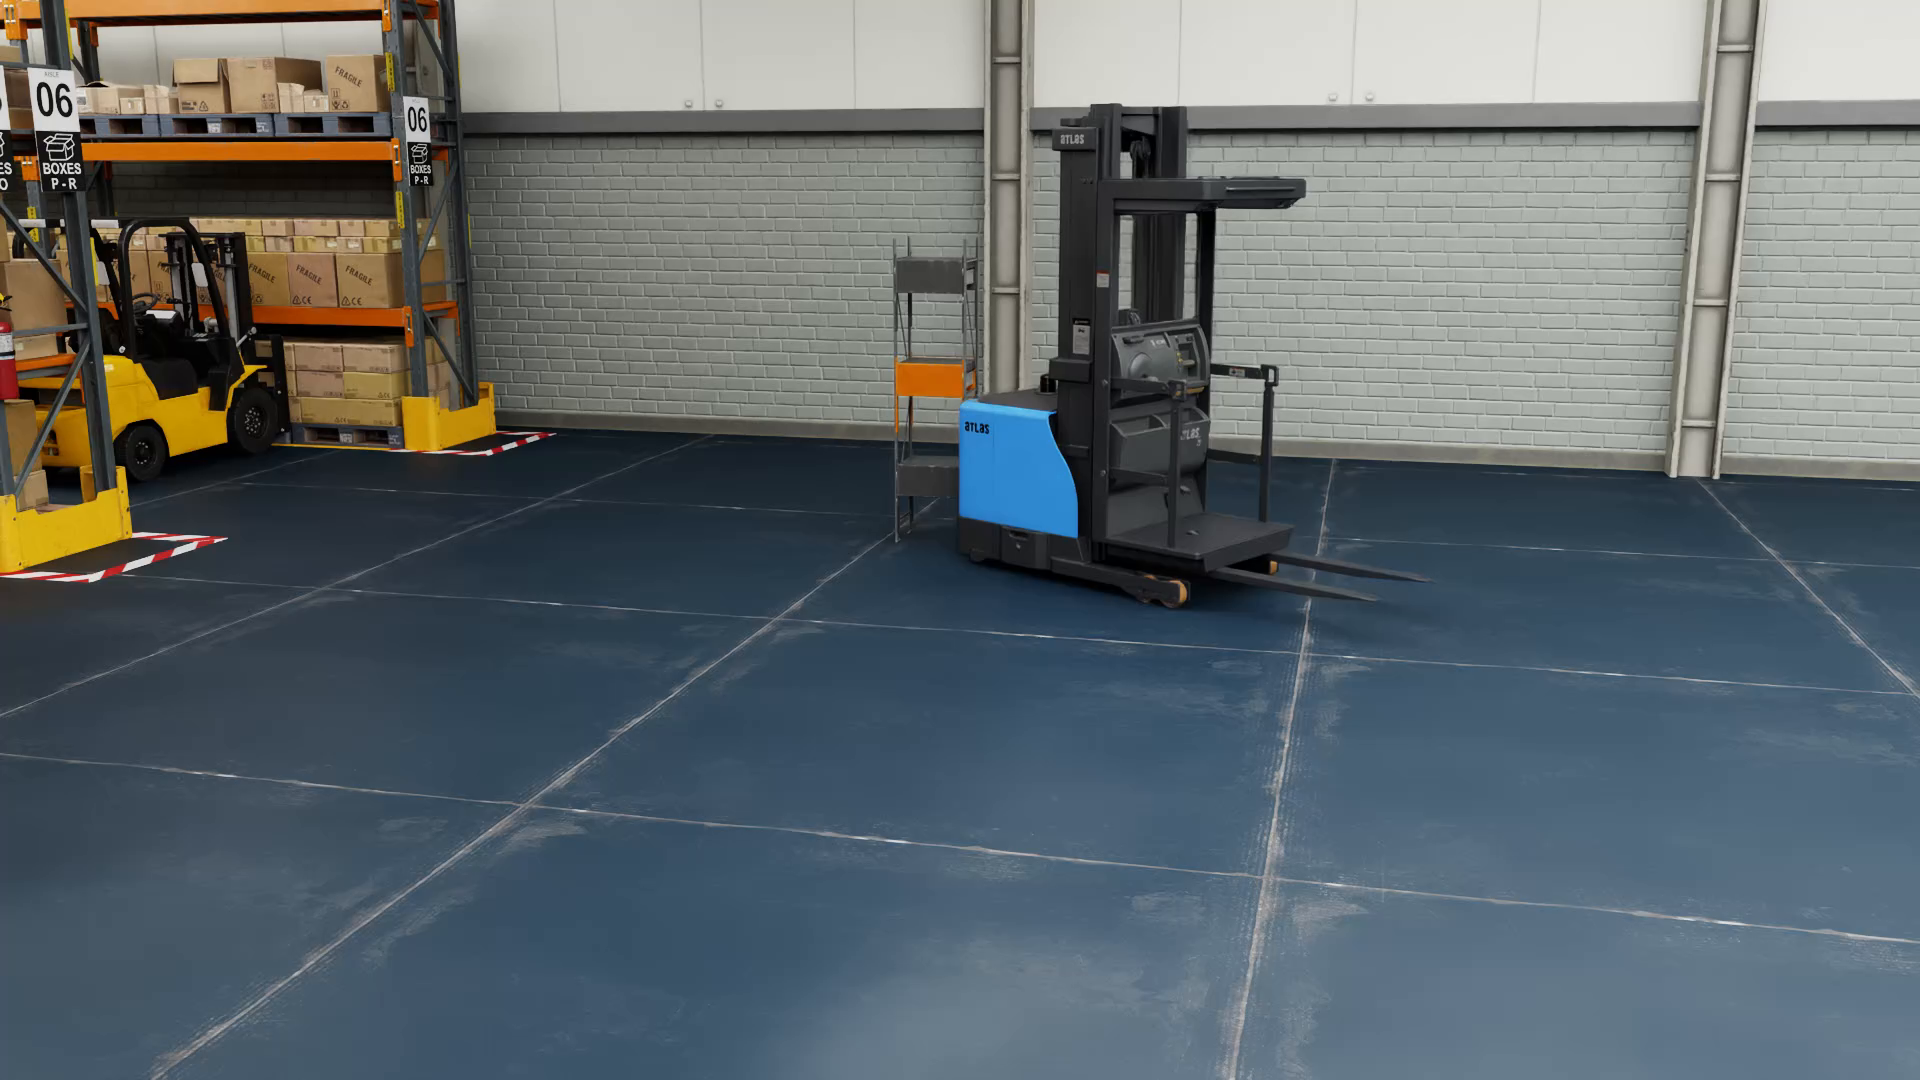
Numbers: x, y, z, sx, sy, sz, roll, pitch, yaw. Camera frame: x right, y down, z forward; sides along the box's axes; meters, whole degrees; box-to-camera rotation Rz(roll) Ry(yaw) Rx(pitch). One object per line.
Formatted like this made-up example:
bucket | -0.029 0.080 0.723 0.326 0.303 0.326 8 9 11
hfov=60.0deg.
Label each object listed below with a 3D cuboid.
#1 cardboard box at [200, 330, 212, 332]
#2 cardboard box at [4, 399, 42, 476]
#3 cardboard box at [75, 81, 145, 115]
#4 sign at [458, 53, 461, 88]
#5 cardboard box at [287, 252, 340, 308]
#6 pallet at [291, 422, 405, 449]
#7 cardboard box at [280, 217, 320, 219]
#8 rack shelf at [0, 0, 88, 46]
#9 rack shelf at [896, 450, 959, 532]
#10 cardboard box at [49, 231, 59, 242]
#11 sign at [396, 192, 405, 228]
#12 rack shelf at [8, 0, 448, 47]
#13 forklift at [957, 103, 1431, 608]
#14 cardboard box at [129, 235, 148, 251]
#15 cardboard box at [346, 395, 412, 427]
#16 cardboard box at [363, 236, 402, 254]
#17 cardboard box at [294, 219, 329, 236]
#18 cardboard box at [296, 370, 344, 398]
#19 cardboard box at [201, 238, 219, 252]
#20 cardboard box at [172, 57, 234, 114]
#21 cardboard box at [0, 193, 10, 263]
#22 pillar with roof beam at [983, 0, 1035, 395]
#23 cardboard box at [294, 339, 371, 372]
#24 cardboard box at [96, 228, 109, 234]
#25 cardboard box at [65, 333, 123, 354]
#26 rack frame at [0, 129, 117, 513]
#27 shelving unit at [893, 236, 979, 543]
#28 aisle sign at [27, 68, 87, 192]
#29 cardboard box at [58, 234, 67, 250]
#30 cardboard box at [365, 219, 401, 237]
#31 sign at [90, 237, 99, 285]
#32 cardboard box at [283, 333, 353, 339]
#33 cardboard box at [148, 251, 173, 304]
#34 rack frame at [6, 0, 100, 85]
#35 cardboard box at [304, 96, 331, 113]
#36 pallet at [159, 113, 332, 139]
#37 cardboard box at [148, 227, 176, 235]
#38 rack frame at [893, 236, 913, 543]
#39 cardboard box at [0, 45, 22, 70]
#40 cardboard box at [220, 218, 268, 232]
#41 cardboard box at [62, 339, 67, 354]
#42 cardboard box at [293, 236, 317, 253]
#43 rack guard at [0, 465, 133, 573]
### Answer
cardboard box | -7.786 -1.971 16.761 0.500 0.250 0.500 3 13 13
cardboard box | -6.848 -0.706 11.638 0.500 0.500 0.500 3 13 12
cardboard box | -8.057 -4.208 15.856 0.500 0.311 0.500 3 13 15
sign | -4.784 -4.466 15.814 0.005 0.325 0.100 3 13 14
cardboard box | -5.965 -2.468 15.703 0.500 0.500 0.500 3 13 15
pallet | -5.675 -1.090 16.158 1.213 0.211 1.003 3 13 14
cardboard box | -6.433 -3.083 16.291 0.250 0.149 0.380 3 13 12
rack shelf | -10.748 -5.114 16.592 4.000 0.370 1.077 3 13 14
rack shelf | -0.161 -0.337 11.700 0.480 0.518 0.431 3 13 14
cardboard box | -9.096 -3.057 16.857 0.250 0.149 0.380 3 13 12
sign | -5.066 -2.988 15.055 0.005 0.325 0.100 3 13 14
rack shelf | -6.864 -4.906 15.656 4.000 0.370 1.077 3 13 14
forklift | 1.403 -1.154 10.169 3.031 2.935 1.130 11 17 41
cardboard box | -7.826 -2.872 16.026 0.250 0.149 0.380 3 13 15
cardboard box | -5.454 -1.241 15.780 0.500 0.250 0.500 3 13 14
cardboard box | -5.326 -2.745 15.452 0.250 0.149 0.380 3 13 14
cardboard box | -6.052 -2.948 15.680 0.250 0.149 0.380 3 13 14
cardboard box | -5.954 -1.515 15.860 0.500 0.250 0.500 3 13 13
cardboard box | -7.063 -2.837 15.867 0.250 0.149 0.380 3 13 12
cardboard box | -6.940 -4.273 15.705 0.637 0.503 0.797 3 13 15
cardboard box | -6.656 -2.039 10.773 0.500 0.500 0.700 3 13 12
pillar with roof beam | -0.589 -4.358 10.601 0.400 9.000 9.100 3 13 14
cardboard box | -5.942 -1.755 15.787 0.500 0.250 0.500 3 13 15
cardboard box | -8.288 -3.069 16.225 0.250 0.149 0.380 3 13 14
cardboard box | -8.412 -1.888 16.386 0.500 0.250 0.500 3 13 13
rack frame | -6.108 -1.376 11.012 0.127 3.000 1.000 3 13 14
shelving unit | -0.161 -1.034 11.545 0.503 2.100 0.431 3 13 14
aisle sign | -5.974 -2.707 11.009 0.004 0.787 0.394 3 13 14
cardboard box | -8.560 -2.921 16.248 0.250 0.149 0.380 3 13 13
cardboard box | -5.321 -2.905 15.488 0.250 0.149 0.380 3 13 14
sign | -5.978 -1.913 11.432 0.005 0.325 0.100 3 13 14
cardboard box | -6.313 -1.889 16.394 0.500 0.250 0.500 3 13 13
cardboard box | -7.436 -2.549 16.067 0.500 0.500 0.500 3 13 13
rack frame | -8.806 -5.557 16.003 0.127 3.000 1.000 3 13 14
cardboard box | -5.800 -3.995 15.269 0.250 0.149 0.380 3 13 12
pallet | -6.791 -3.946 15.875 1.213 0.211 1.003 3 13 14
cardboard box | -7.559 -3.011 15.964 0.250 0.149 0.380 3 13 13
rack frame | -0.398 -1.046 11.602 0.015 2.100 0.400 3 13 14
cardboard box | -6.404 -3.169 10.904 0.250 0.149 0.380 3 13 13
cardboard box | -6.811 -2.984 15.841 0.250 0.149 0.380 3 13 14
cardboard box | -9.315 -1.698 16.976 0.625 0.625 0.875 4 13 16
cardboard box | -6.057 -2.793 15.671 0.250 0.149 0.380 3 13 13
rack guard | -6.182 -0.160 11.300 0.348 0.500 1.175 3 13 14
